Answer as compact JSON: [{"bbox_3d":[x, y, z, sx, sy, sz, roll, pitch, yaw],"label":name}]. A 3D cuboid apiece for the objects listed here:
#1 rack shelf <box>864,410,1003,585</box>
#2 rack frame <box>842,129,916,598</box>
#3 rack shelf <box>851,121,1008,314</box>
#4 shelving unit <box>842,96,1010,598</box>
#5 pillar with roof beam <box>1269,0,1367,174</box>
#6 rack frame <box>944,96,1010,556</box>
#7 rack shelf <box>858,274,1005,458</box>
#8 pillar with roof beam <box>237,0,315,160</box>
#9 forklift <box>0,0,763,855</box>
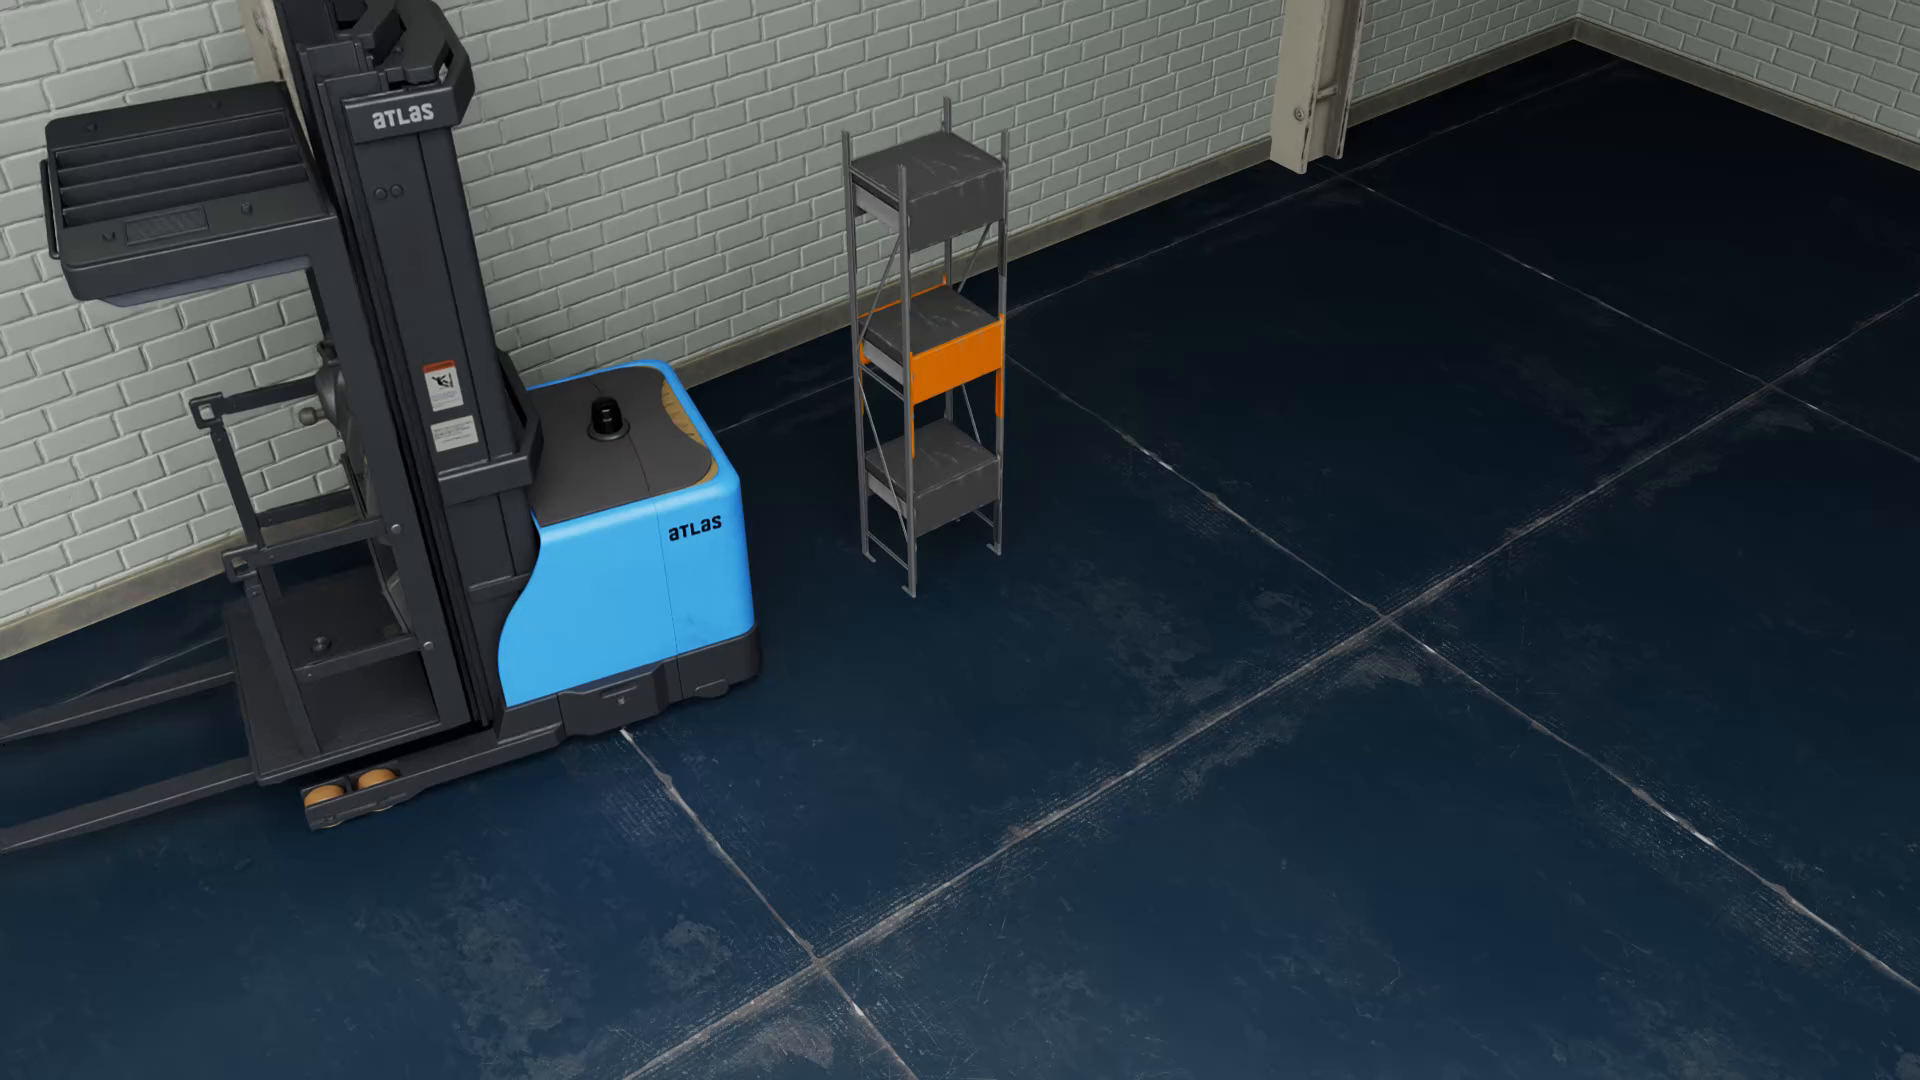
[{"bbox_3d":[-0.131,-0.196,7.459,0.480,0.518,0.431,-26,46,-28],"label":"rack shelf"},{"bbox_3d":[-0.325,-0.654,6.891,0.015,2.100,0.400,-26,46,-28],"label":"rack frame"},{"bbox_3d":[-0.131,-1.278,6.571,0.480,0.518,0.431,-26,46,-28],"label":"rack shelf"},{"bbox_3d":[-0.131,-0.748,7.006,0.503,2.100,0.431,-26,46,-28],"label":"shelving unit"},{"bbox_3d":[4.855,-3.796,5.282,0.400,9.000,9.100,-26,46,-28],"label":"pillar with roof beam"},{"bbox_3d":[0.062,-0.842,7.121,0.015,2.100,0.400,-26,46,-28],"label":"rack frame"},{"bbox_3d":[-0.131,-0.737,7.015,0.480,0.518,0.431,-26,46,-28],"label":"rack shelf"},{"bbox_3d":[0.097,-1.477,2.455,0.400,9.000,9.100,-26,46,-28],"label":"pillar with roof beam"},{"bbox_3d":[-2.389,-0.410,5.939,3.031,2.935,1.130,-17,42,-19],"label":"forklift"}]
